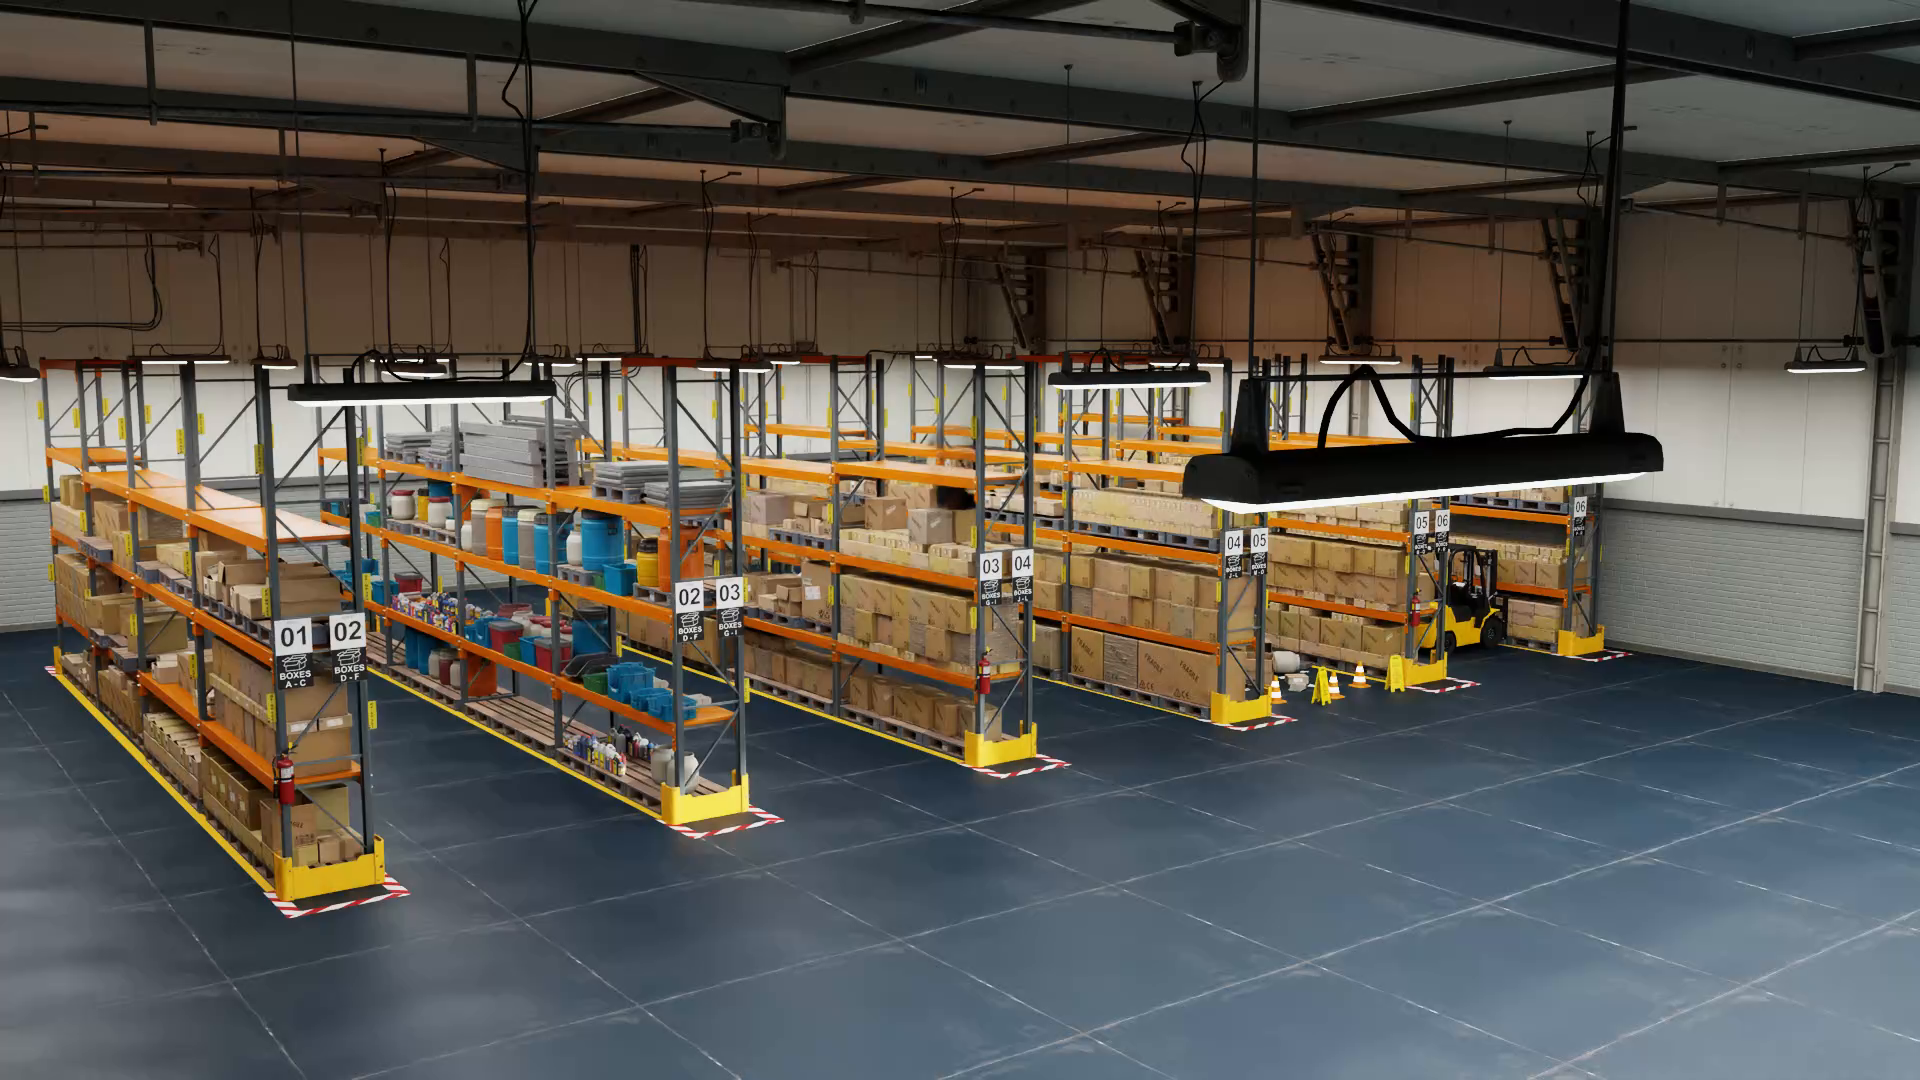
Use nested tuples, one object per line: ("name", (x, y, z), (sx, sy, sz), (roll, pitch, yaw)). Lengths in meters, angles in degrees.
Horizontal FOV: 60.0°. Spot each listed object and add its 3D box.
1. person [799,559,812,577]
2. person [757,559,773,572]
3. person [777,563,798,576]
("person", (-3.213, 1.225, 35.768), (0.585, 1.665, 0.481), (-4, 8, -33))
("person", (-4.892, 0.412, 42.132), (0.632, 1.752, 0.644), (-5, 8, -35))
("person", (-4.400, 0.503, 41.995), (0.765, 1.597, 0.594), (2, 7, 19))
